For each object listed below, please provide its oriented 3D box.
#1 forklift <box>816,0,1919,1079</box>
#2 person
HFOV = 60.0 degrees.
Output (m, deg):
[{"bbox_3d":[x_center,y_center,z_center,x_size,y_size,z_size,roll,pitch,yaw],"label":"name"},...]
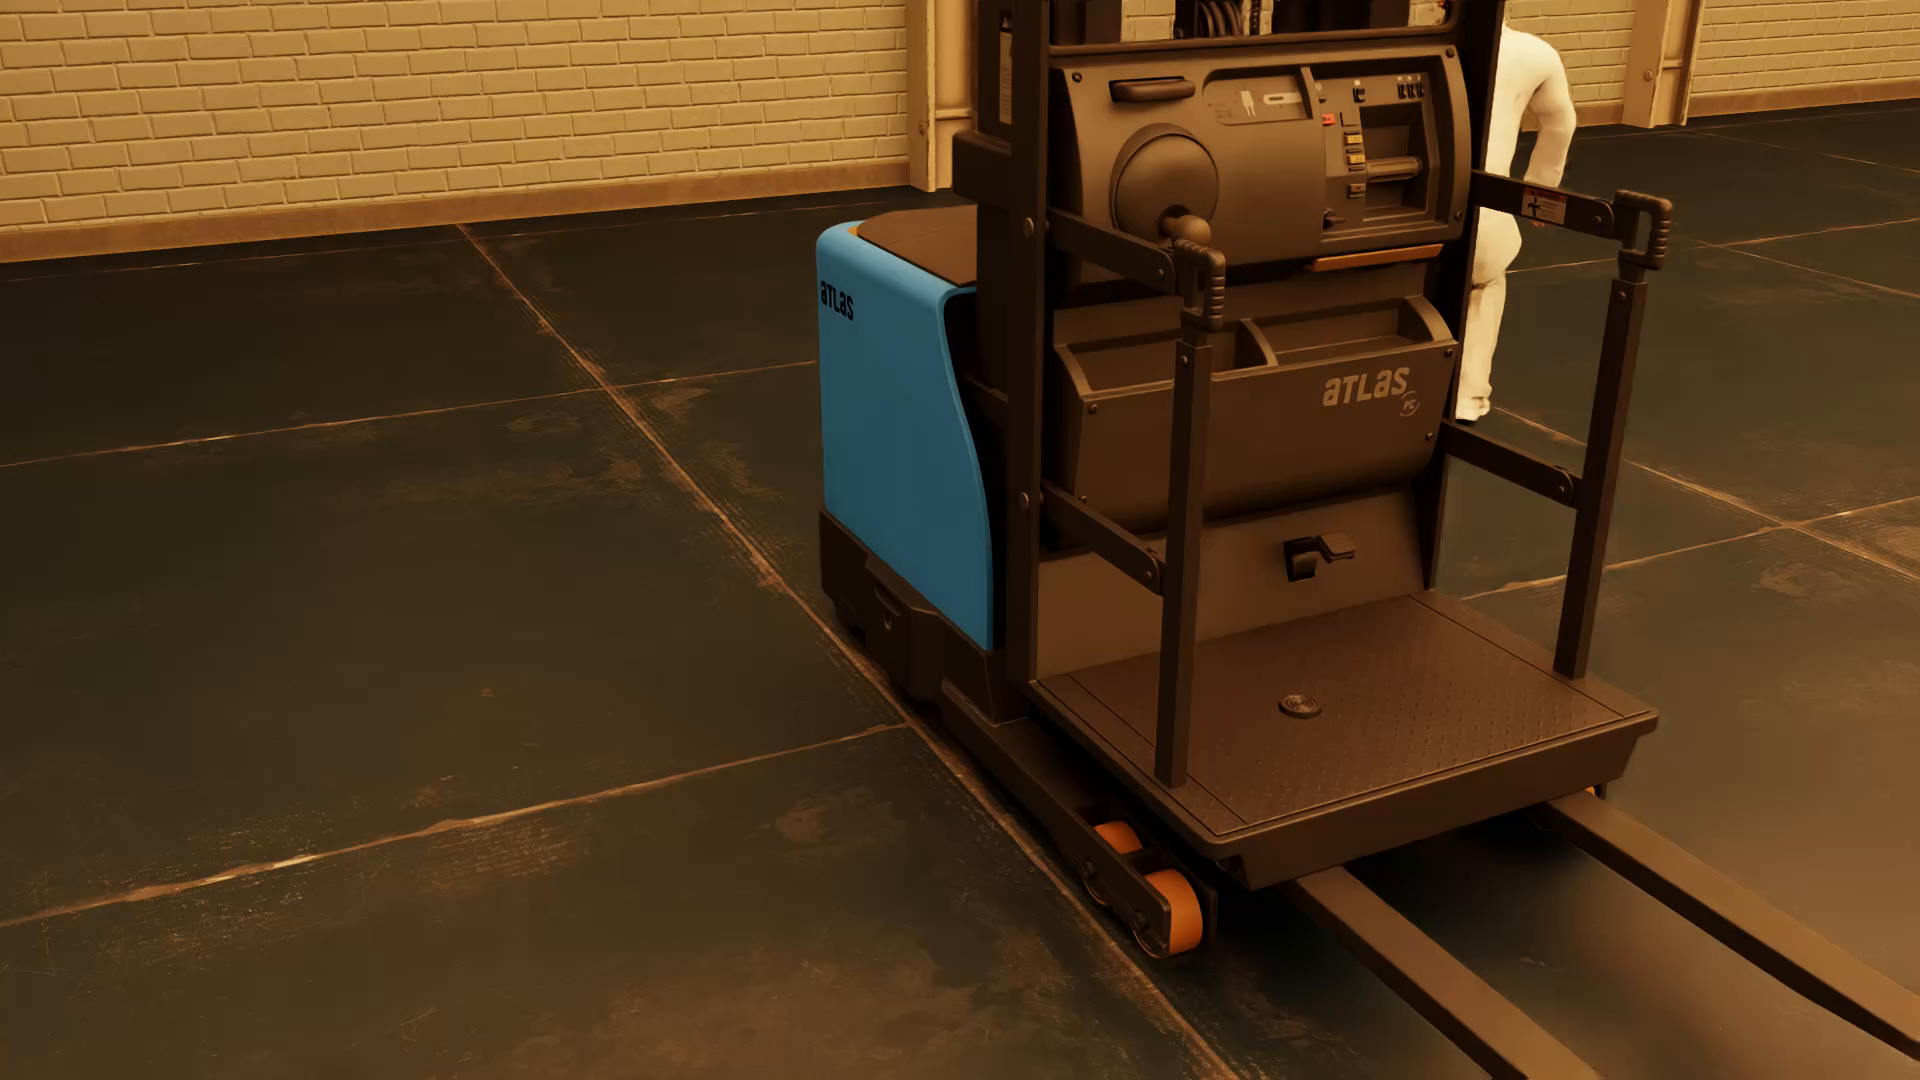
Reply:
[{"bbox_3d":[0.717,-0.747,3.085,1.130,2.935,3.031,-11,25,-24],"label":"forklift"},{"bbox_3d":[1.714,-1.224,5.935,0.922,1.669,0.593,2,23,4],"label":"person"}]
